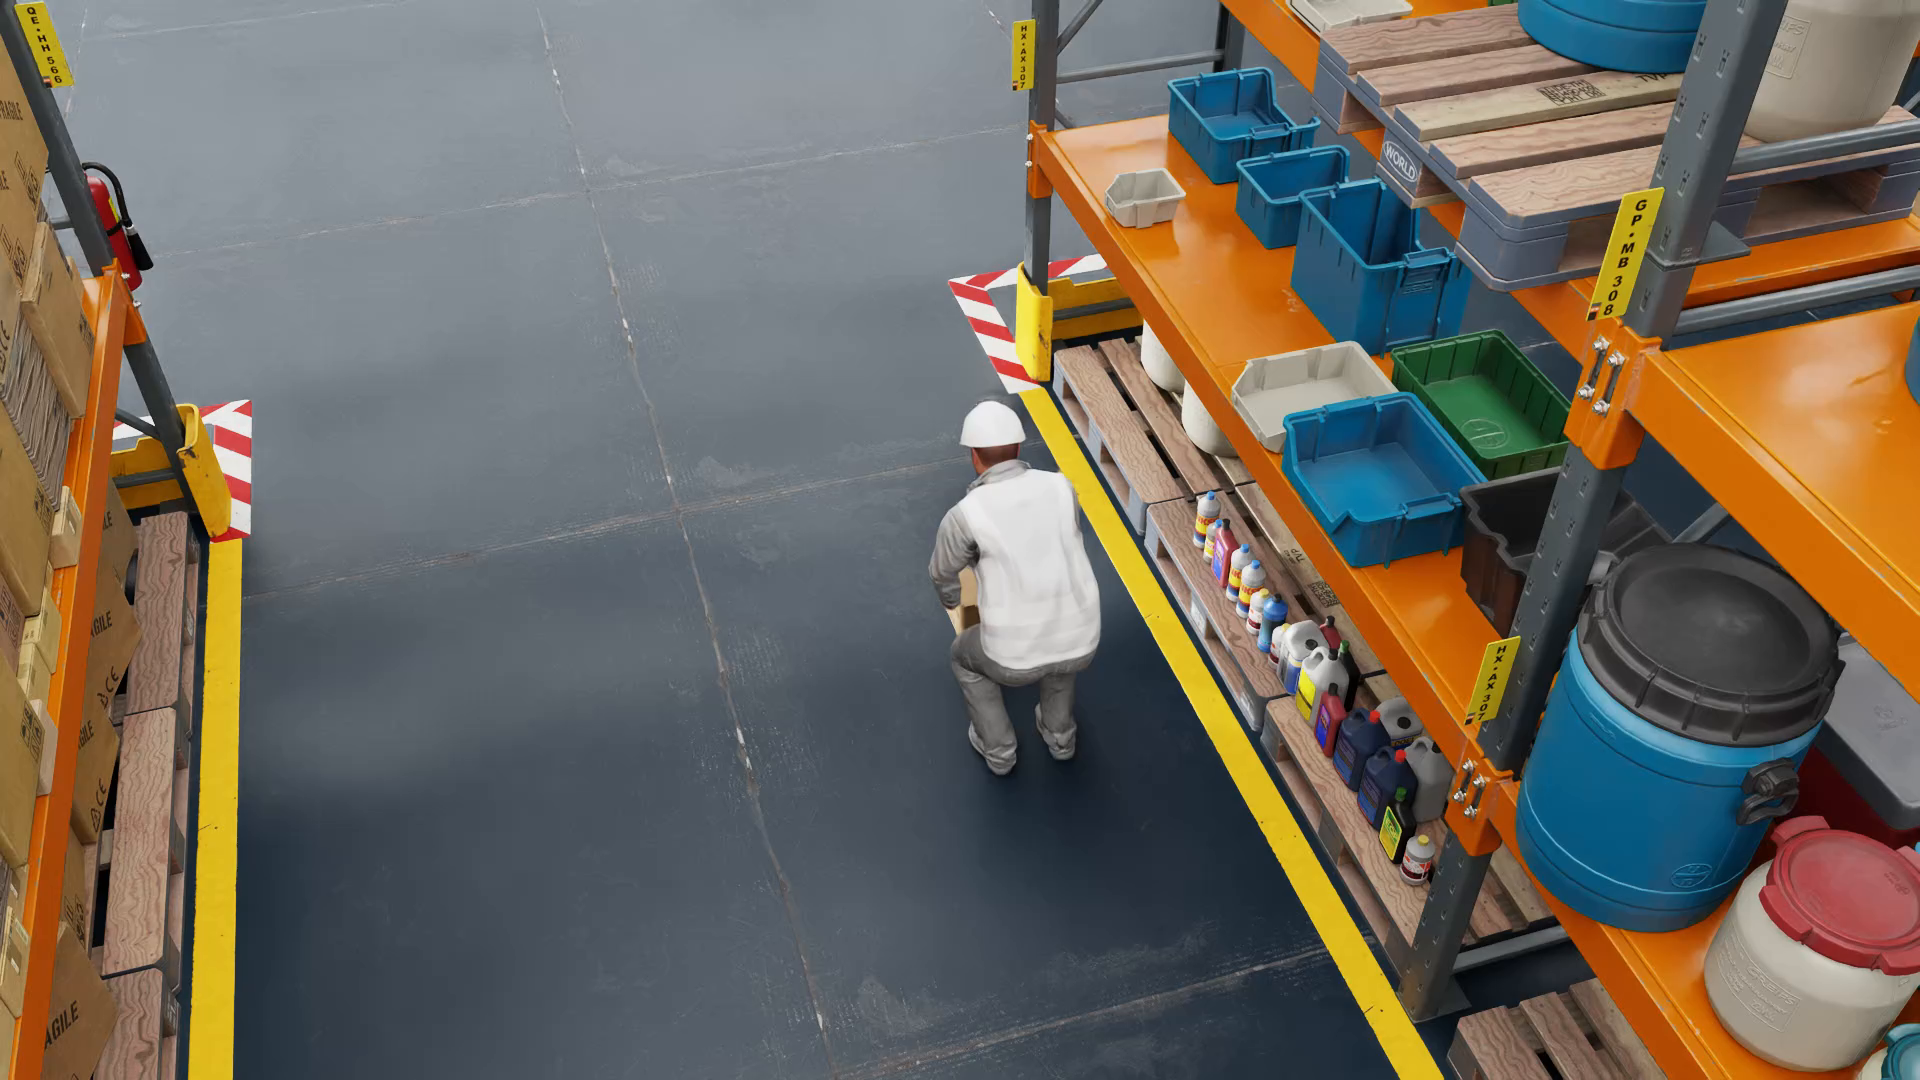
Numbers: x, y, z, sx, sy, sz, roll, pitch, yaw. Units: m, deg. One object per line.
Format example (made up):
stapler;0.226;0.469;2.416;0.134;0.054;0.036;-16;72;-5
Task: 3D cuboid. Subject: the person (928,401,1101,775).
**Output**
person;0.194;0.233;6.127;0.592;1.450;0.752;-12;43;-13
